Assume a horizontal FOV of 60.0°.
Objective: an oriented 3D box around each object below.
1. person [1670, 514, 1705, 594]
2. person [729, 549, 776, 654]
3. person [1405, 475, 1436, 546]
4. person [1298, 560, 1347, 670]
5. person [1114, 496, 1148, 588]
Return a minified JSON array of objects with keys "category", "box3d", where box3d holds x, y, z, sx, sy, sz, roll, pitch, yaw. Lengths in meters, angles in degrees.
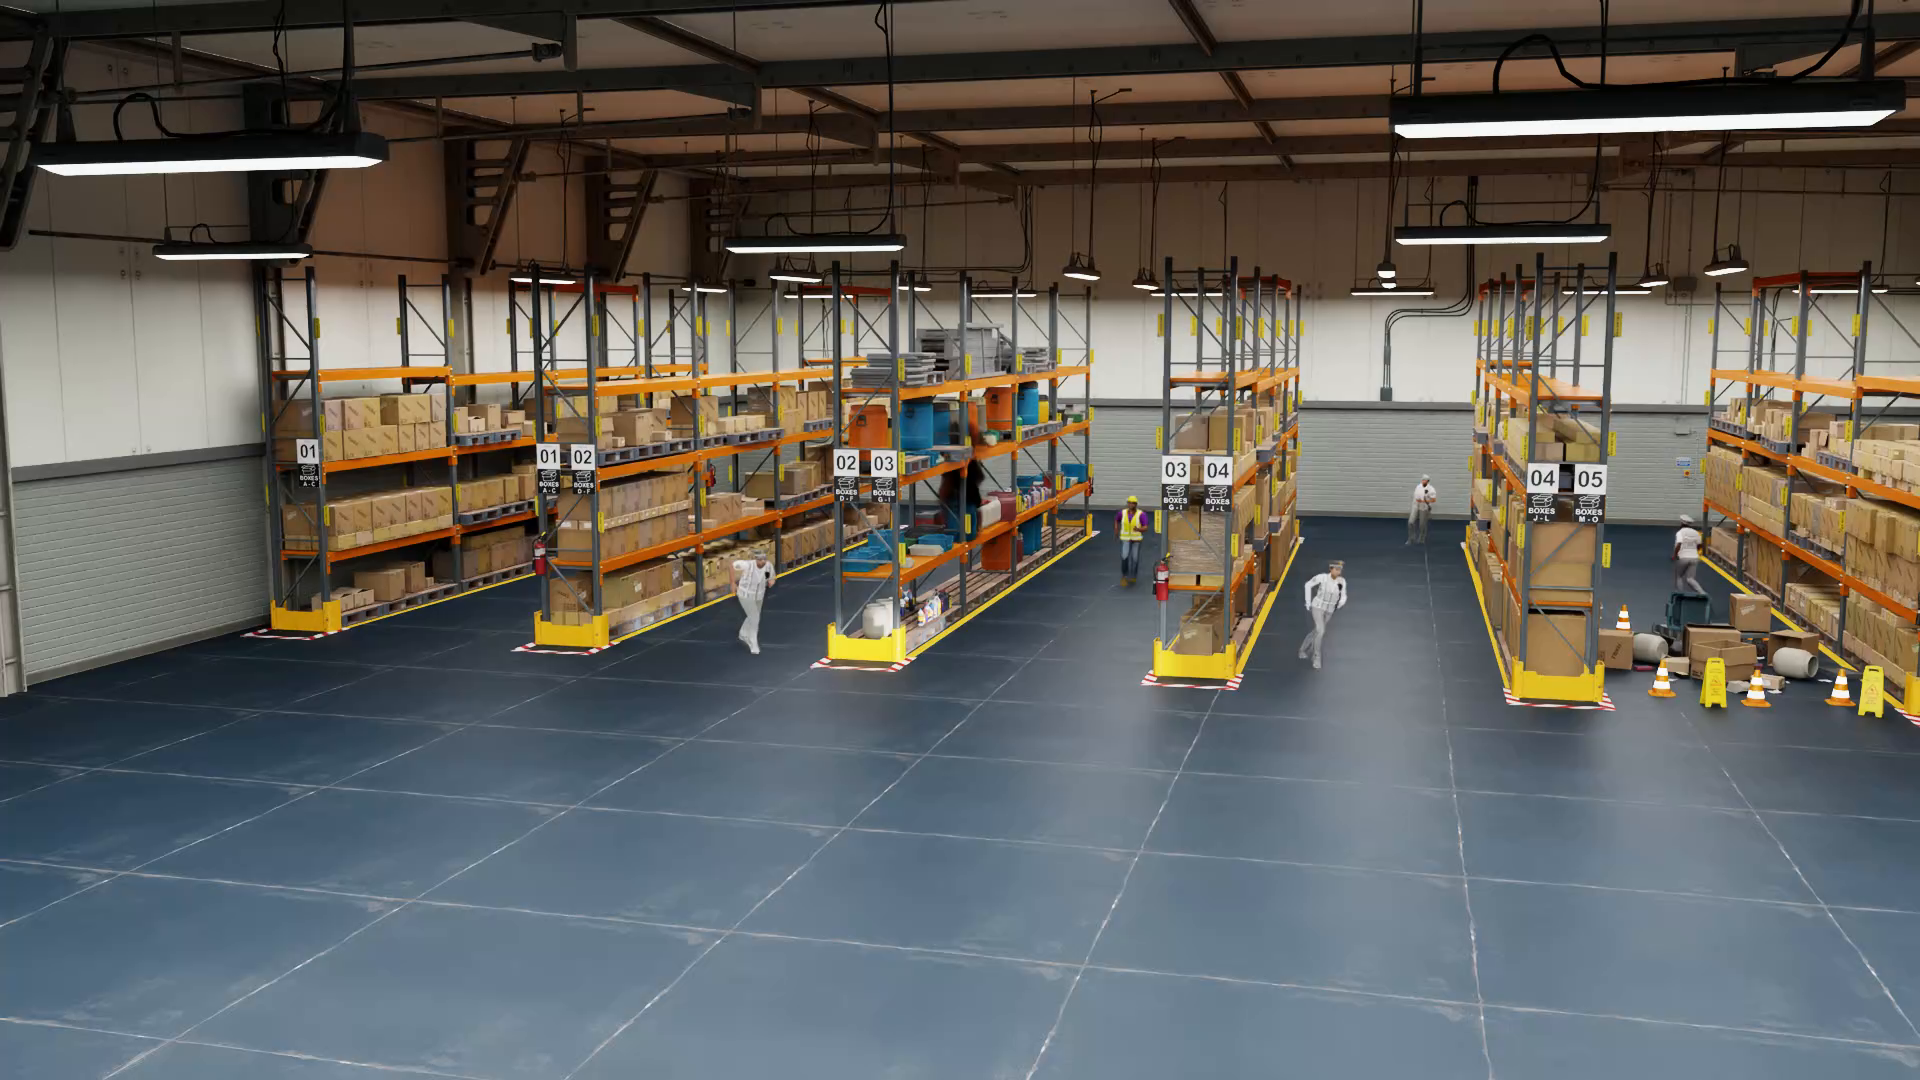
[{"category":"person","box3d":[13.246,0.379,30.159,0.573,1.644,0.742,-1,7,-8]},{"category":"person","box3d":[-3.258,0.944,25.895,0.704,1.702,1.020,-5,9,-32]},{"category":"person","box3d":[10.729,-0.677,38.531,0.655,1.704,0.644,6,9,38]},{"category":"person","box3d":[5.431,1.066,24.818,0.601,1.603,0.842,-2,8,-16]},{"category":"person","box3d":[3.323,0.031,32.348,0.664,1.788,0.722,1,7,7]}]
